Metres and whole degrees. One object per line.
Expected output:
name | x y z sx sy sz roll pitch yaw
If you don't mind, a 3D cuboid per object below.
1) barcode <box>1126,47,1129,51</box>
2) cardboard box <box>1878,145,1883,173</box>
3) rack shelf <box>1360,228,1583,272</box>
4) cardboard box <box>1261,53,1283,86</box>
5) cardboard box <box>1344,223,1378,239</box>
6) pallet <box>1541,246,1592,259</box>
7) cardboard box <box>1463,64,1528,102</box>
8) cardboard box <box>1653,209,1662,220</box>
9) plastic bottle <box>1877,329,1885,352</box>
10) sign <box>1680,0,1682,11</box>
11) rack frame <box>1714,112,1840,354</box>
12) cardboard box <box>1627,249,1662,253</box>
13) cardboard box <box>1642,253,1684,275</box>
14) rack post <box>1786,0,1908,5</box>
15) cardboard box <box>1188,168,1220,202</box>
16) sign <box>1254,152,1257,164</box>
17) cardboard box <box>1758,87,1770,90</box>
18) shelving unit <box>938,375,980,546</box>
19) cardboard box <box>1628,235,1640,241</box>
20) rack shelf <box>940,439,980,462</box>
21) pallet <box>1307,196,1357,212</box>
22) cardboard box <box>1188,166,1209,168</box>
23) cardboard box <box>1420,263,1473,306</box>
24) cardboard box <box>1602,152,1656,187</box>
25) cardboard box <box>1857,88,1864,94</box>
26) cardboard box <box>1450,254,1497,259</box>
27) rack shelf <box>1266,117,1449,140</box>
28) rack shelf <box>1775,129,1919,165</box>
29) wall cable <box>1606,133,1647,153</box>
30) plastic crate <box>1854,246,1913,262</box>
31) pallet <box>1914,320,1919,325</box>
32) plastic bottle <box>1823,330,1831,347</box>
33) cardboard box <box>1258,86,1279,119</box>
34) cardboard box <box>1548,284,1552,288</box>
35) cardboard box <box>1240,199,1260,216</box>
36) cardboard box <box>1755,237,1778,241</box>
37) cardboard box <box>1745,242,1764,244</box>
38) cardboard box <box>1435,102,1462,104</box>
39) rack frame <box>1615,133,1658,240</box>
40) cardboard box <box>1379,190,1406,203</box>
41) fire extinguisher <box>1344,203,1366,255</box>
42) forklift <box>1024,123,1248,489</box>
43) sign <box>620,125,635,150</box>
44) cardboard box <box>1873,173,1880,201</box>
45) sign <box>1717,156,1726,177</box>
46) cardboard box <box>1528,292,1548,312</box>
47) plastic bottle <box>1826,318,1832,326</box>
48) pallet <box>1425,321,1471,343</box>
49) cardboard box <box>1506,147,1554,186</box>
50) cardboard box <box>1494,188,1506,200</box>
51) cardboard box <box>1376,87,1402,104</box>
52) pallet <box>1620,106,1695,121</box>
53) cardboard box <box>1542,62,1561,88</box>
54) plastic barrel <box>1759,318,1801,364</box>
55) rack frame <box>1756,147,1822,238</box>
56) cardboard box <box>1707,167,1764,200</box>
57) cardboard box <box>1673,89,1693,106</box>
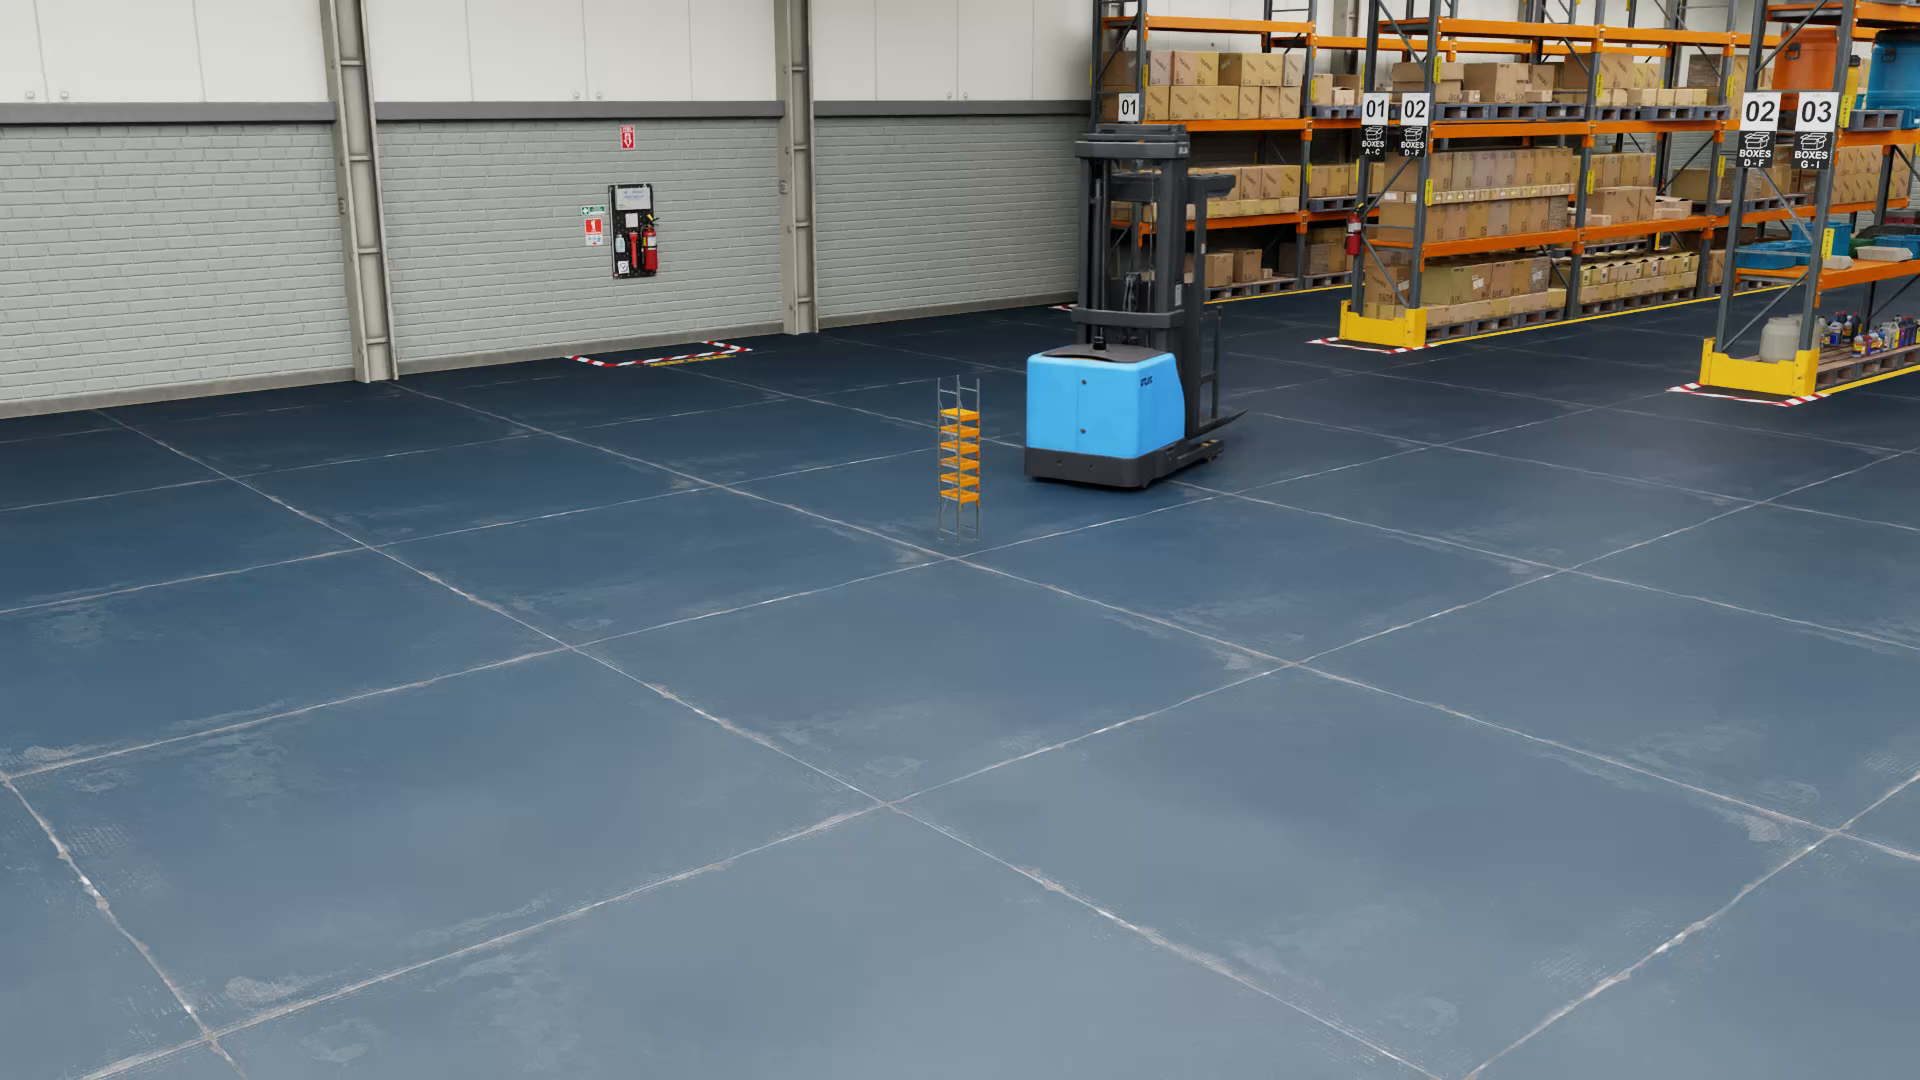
barcode | 2.570 -7.537 25.548 0.075 0.075 0.001 -13 19 -39
cardboard box | 16.763 -7.024 30.601 0.500 0.500 0.500 -12 19 -38
rack shelf | 7.126 -4.077 23.093 4.000 0.370 1.077 -13 19 -39
cardboard box | 4.771 -7.484 26.472 0.500 0.500 0.500 -11 19 -36
cardboard box | 7.033 -5.467 29.442 0.500 0.250 0.500 -13 20 -40
pallet | 12.040 -5.848 33.735 1.213 0.211 1.003 -13 19 -39
cardboard box | 7.310 -6.278 22.843 0.637 0.503 0.797 -10 18 -33
cardboard box | 10.727 -5.092 25.988 0.250 0.149 0.380 -11 18 -35
plastic bottle | 10.925 -2.371 19.747 0.097 0.271 0.097 0 15 0
sign | 14.778 -11.039 34.178 0.005 0.325 0.100 -13 19 -39
rack frame | 8.866 -3.120 18.119 0.127 3.000 1.000 -13 19 -39
cardboard box | 11.064 -4.554 26.916 0.500 0.311 0.500 -12 19 -38
cardboard box | 11.031 -4.360 26.188 0.500 0.311 0.500 -13 20 -40
rack post | 9.520 -5.880 17.796 0.954 0.300 0.937 -10 18 -33
cardboard box | 3.693 -5.539 25.973 0.500 0.500 0.500 -13 20 -41
sign | 5.013 -6.393 28.129 0.005 0.325 0.100 -13 19 -39
cardboard box | 12.736 -7.193 27.360 0.500 0.500 0.910 -13 19 -39
shelving unit | -0.011 -0.577 12.086 0.189 1.200 0.258 -13 19 -39
cardboard box | 13.970 -6.617 35.239 0.500 0.500 0.700 -13 19 -39
rack shelf | -0.011 -0.650 12.066 0.180 0.103 0.258 -13 19 -39
pallet | 6.052 -5.735 28.280 1.213 0.211 1.003 -13 19 -39
cardboard box | 3.732 -5.727 26.676 0.500 0.500 0.500 -12 19 -39
cardboard box | 6.544 -3.455 22.432 0.500 0.500 0.500 -13 19 -39
cardboard box | 14.054 -7.816 35.118 0.700 0.700 0.980 -12 19 -37
cardboard box | 15.576 -7.855 29.356 0.500 0.250 0.500 -13 19 -39
cardboard box | 7.325 -3.813 23.772 0.500 0.500 0.500 -13 19 -39
rack shelf | 6.889 -7.167 28.851 4.000 0.370 1.077 -13 19 -39
rack shelf | 10.375 -4.561 19.093 4.000 0.370 1.077 -13 19 -39
wall cable | 14.778 -8.651 36.857 1.851 1.984 0.084 -13 19 -39
plastic crate | 10.825 -3.346 19.476 0.437 0.136 0.530 -13 19 -39
pallet | 13.371 -2.799 22.320 1.213 0.211 1.003 -13 19 -39
plastic bottle | 10.511 -2.451 20.183 0.097 0.201 0.097 0 15 0
cardboard box | 4.771 -7.017 26.662 0.500 0.500 0.500 14 20 42
cardboard box | 8.757 -3.764 25.043 0.500 0.250 0.500 -13 20 -40
cardboard box | 4.471 -5.354 26.732 0.500 0.250 0.500 -13 20 -40
cardboard box | 14.145 -5.089 29.479 0.500 0.500 0.500 -14 20 -42
cardboard box | 13.729 -4.817 28.461 0.500 0.500 0.500 -12 19 -39
cardboard box | 8.719 -8.206 30.300 0.700 0.500 0.500 14 21 43
rack frame | 14.433 -7.759 35.487 0.127 3.000 1.000 -13 19 -39
cardboard box | 5.780 -4.549 22.016 0.250 0.149 0.380 -13 20 -40
fire extinguisher | 5.223 -4.118 22.005 0.183 0.674 0.296 -13 19 -39
forklift | 1.728 -2.171 14.697 1.130 2.935 3.031 9 17 29
sign | -4.164 -5.046 20.838 0.199 0.298 0.001 -13 19 -39
cardboard box | 16.759 -6.543 30.740 0.500 0.500 0.500 -12 19 -39
sign | 12.019 -5.892 26.254 0.005 0.325 0.100 -13 19 -39
cardboard box | 8.045 -3.433 23.806 0.500 0.250 0.500 -13 19 -39
plastic bottle | 10.708 -2.590 20.546 0.133 0.283 0.061 -12 19 -37
pallet | 6.167 -2.876 22.607 1.213 0.211 1.003 -13 19 -39
cardboard box | 7.924 -5.276 23.481 0.500 0.500 0.700 -13 20 -39
cardboard box | 7.215 -4.732 22.701 0.250 0.149 0.380 -12 19 -39
cardboard box | 7.359 -7.711 29.256 0.637 0.503 0.797 -9 18 -32
pallet | 10.357 -6.476 25.236 1.213 0.211 1.003 -12 19 -37
cardboard box | 11.789 -9.236 33.032 0.500 0.500 0.500 -13 20 -40
plastic barrel | 9.312 -2.248 18.859 0.421 0.512 0.421 0 15 0
rack frame | 14.670 -6.118 29.342 0.127 3.000 1.000 -13 19 -39
cardboard box | 12.869 -5.938 27.661 0.500 0.500 0.700 -9 17 -29
cardboard box | 10.963 -6.840 25.709 0.500 0.250 0.500 -12 19 -38
